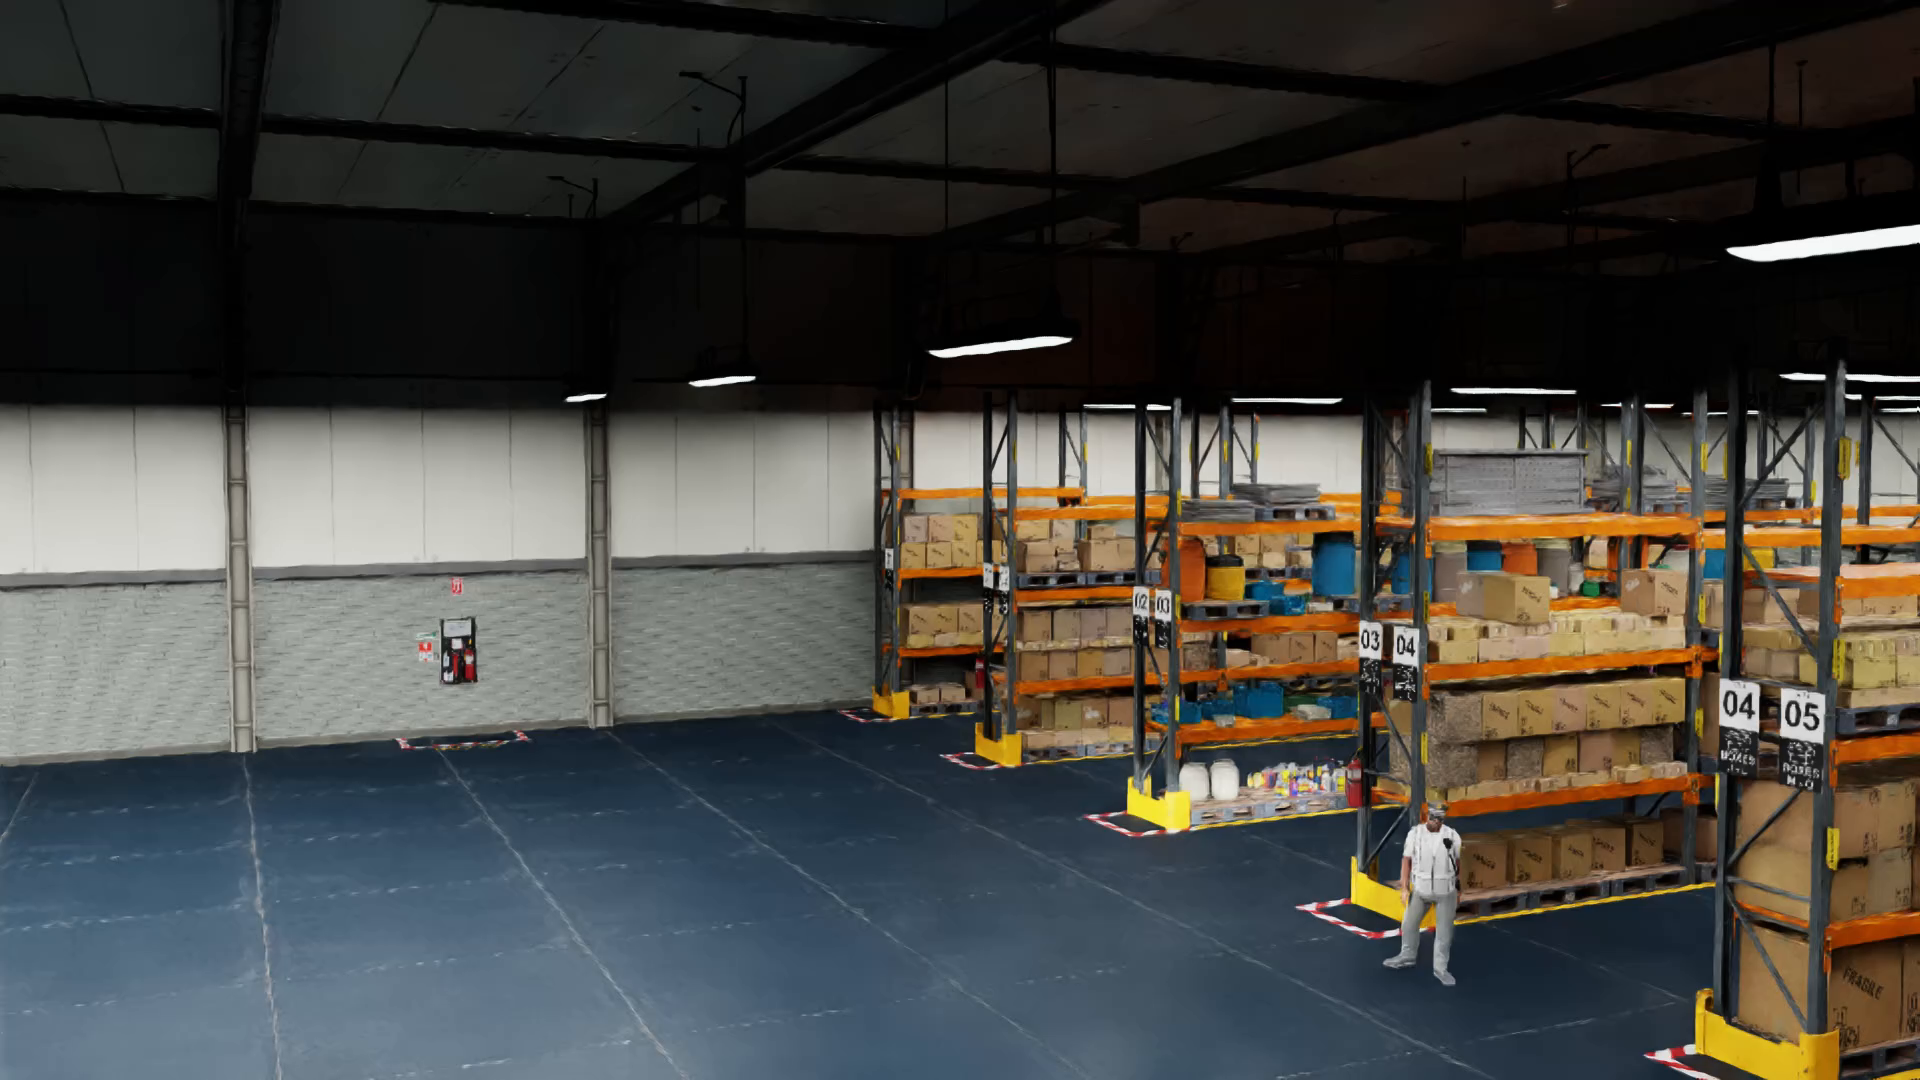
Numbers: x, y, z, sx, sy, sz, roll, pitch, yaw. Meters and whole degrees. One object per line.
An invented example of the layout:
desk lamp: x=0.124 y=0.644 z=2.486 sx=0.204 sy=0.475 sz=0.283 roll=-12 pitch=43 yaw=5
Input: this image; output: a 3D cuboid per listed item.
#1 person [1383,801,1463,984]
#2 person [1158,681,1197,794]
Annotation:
person: x=4.468 y=3.360 z=16.072 sx=0.741 sy=1.746 sz=0.537 roll=1 pitch=3 yaw=18
person: x=3.201 y=2.903 z=24.516 sx=0.568 sy=1.636 sz=0.568 roll=0 pitch=3 yaw=1
